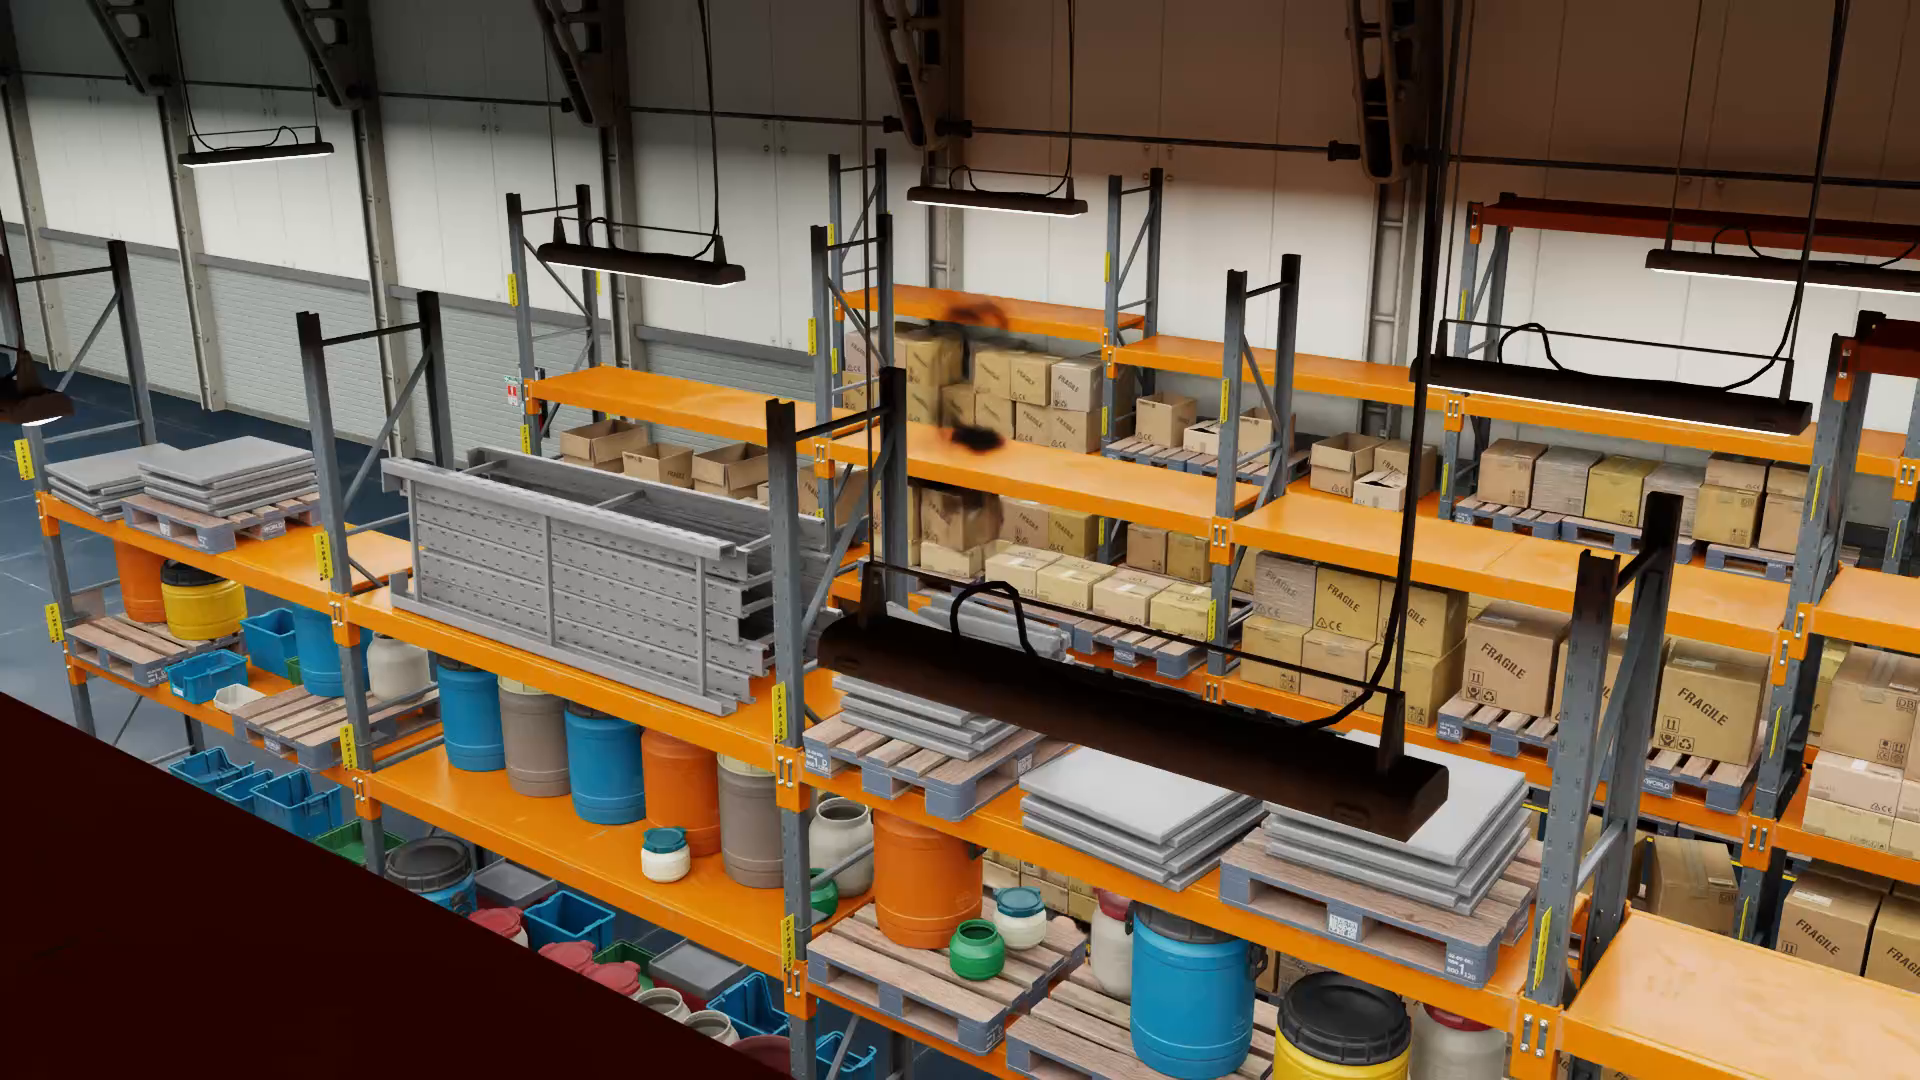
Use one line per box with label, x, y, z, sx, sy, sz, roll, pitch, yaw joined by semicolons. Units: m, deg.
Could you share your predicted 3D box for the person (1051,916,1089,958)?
person;0.663;3.472;12.097;0.569;1.680;0.653;13;22;33
